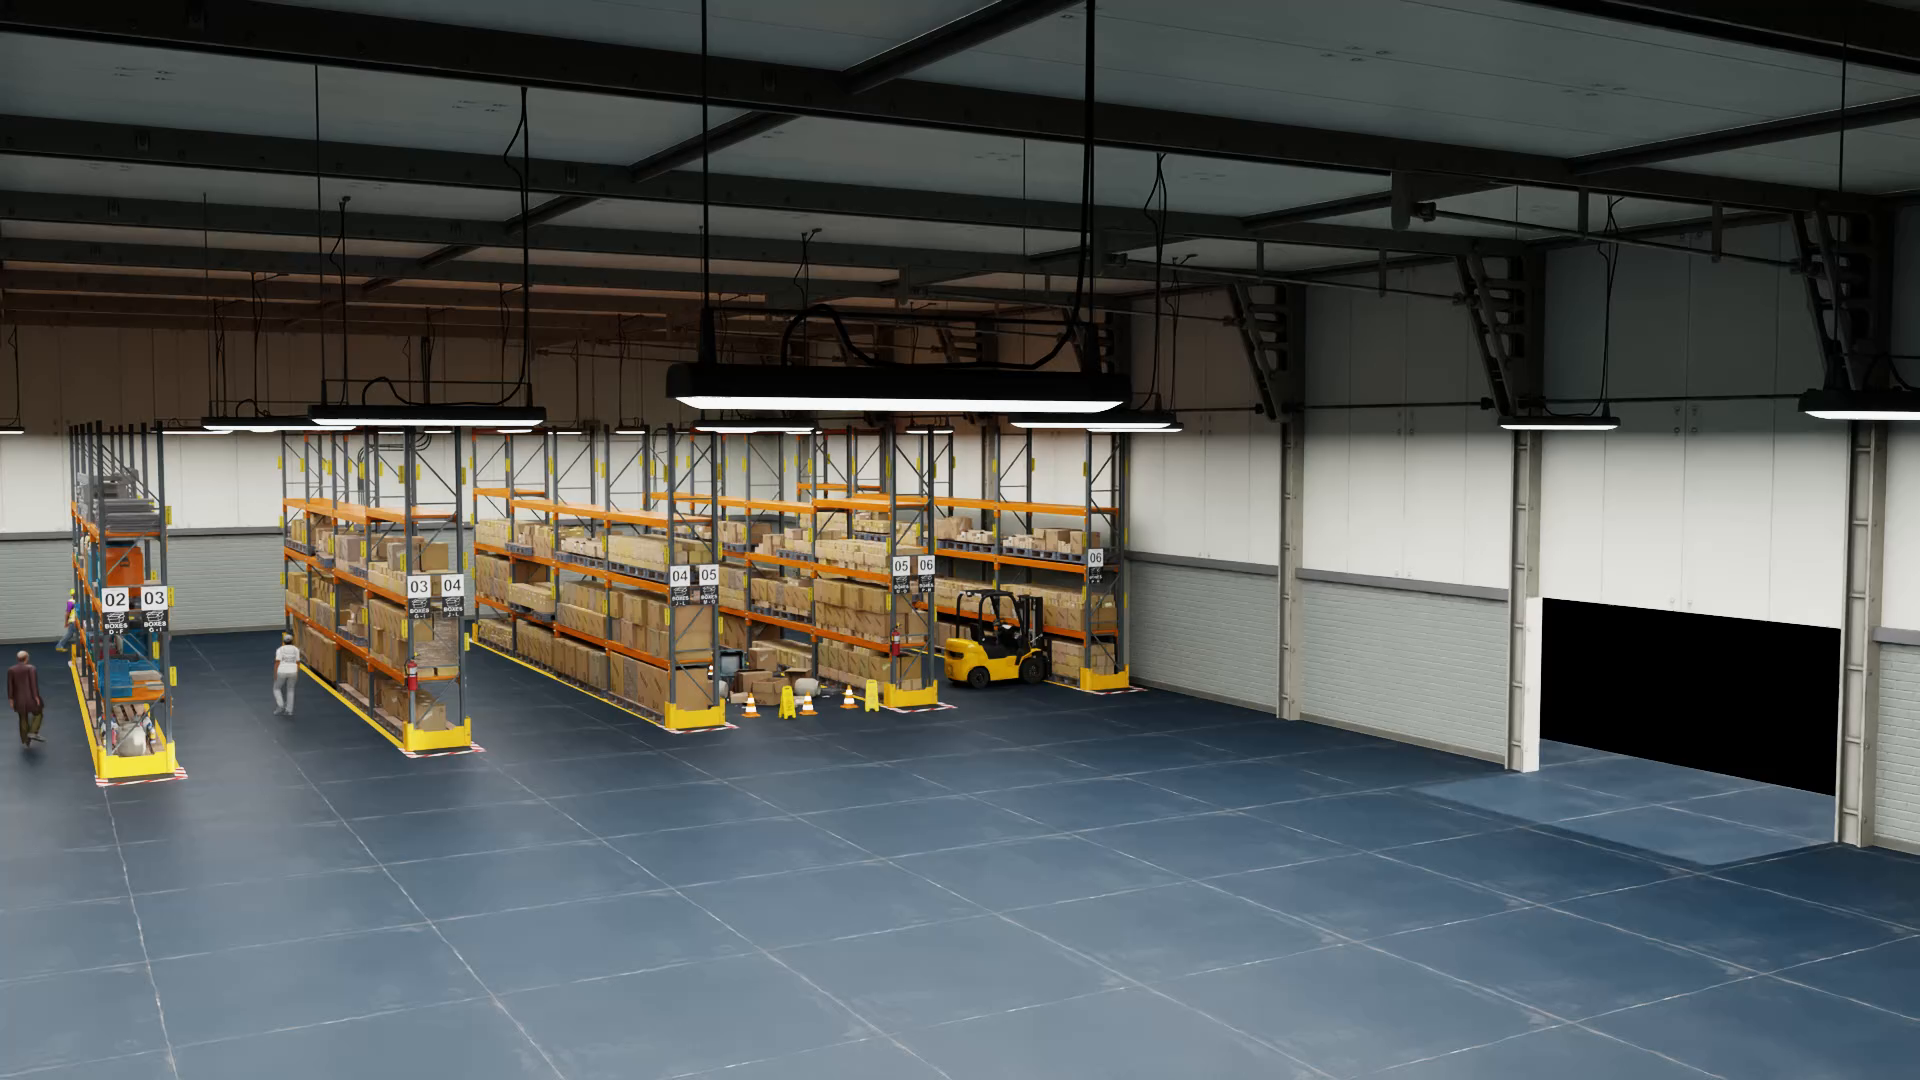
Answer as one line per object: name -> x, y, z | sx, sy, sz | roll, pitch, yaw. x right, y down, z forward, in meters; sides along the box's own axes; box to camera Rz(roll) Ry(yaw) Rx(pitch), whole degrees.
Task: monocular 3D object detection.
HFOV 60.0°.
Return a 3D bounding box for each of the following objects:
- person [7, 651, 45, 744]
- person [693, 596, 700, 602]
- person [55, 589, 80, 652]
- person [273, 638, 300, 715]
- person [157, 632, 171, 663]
person -> -17.253, 2.898, 30.693 | 0.596, 1.697, 0.533 | -1, 4, -20
person -> -6.673, 2.272, 42.232 | 0.520, 1.672, 0.437 | -3, 4, -38
person -> -23.372, 2.144, 43.985 | 1.067, 1.726, 0.589 | -1, 4, -17
person -> -13.860, 2.780, 34.207 | 0.551, 1.648, 0.417 | -2, 4, -32
person -> -19.737, 2.325, 40.739 | 0.650, 1.614, 0.880 | -3, 5, -39
